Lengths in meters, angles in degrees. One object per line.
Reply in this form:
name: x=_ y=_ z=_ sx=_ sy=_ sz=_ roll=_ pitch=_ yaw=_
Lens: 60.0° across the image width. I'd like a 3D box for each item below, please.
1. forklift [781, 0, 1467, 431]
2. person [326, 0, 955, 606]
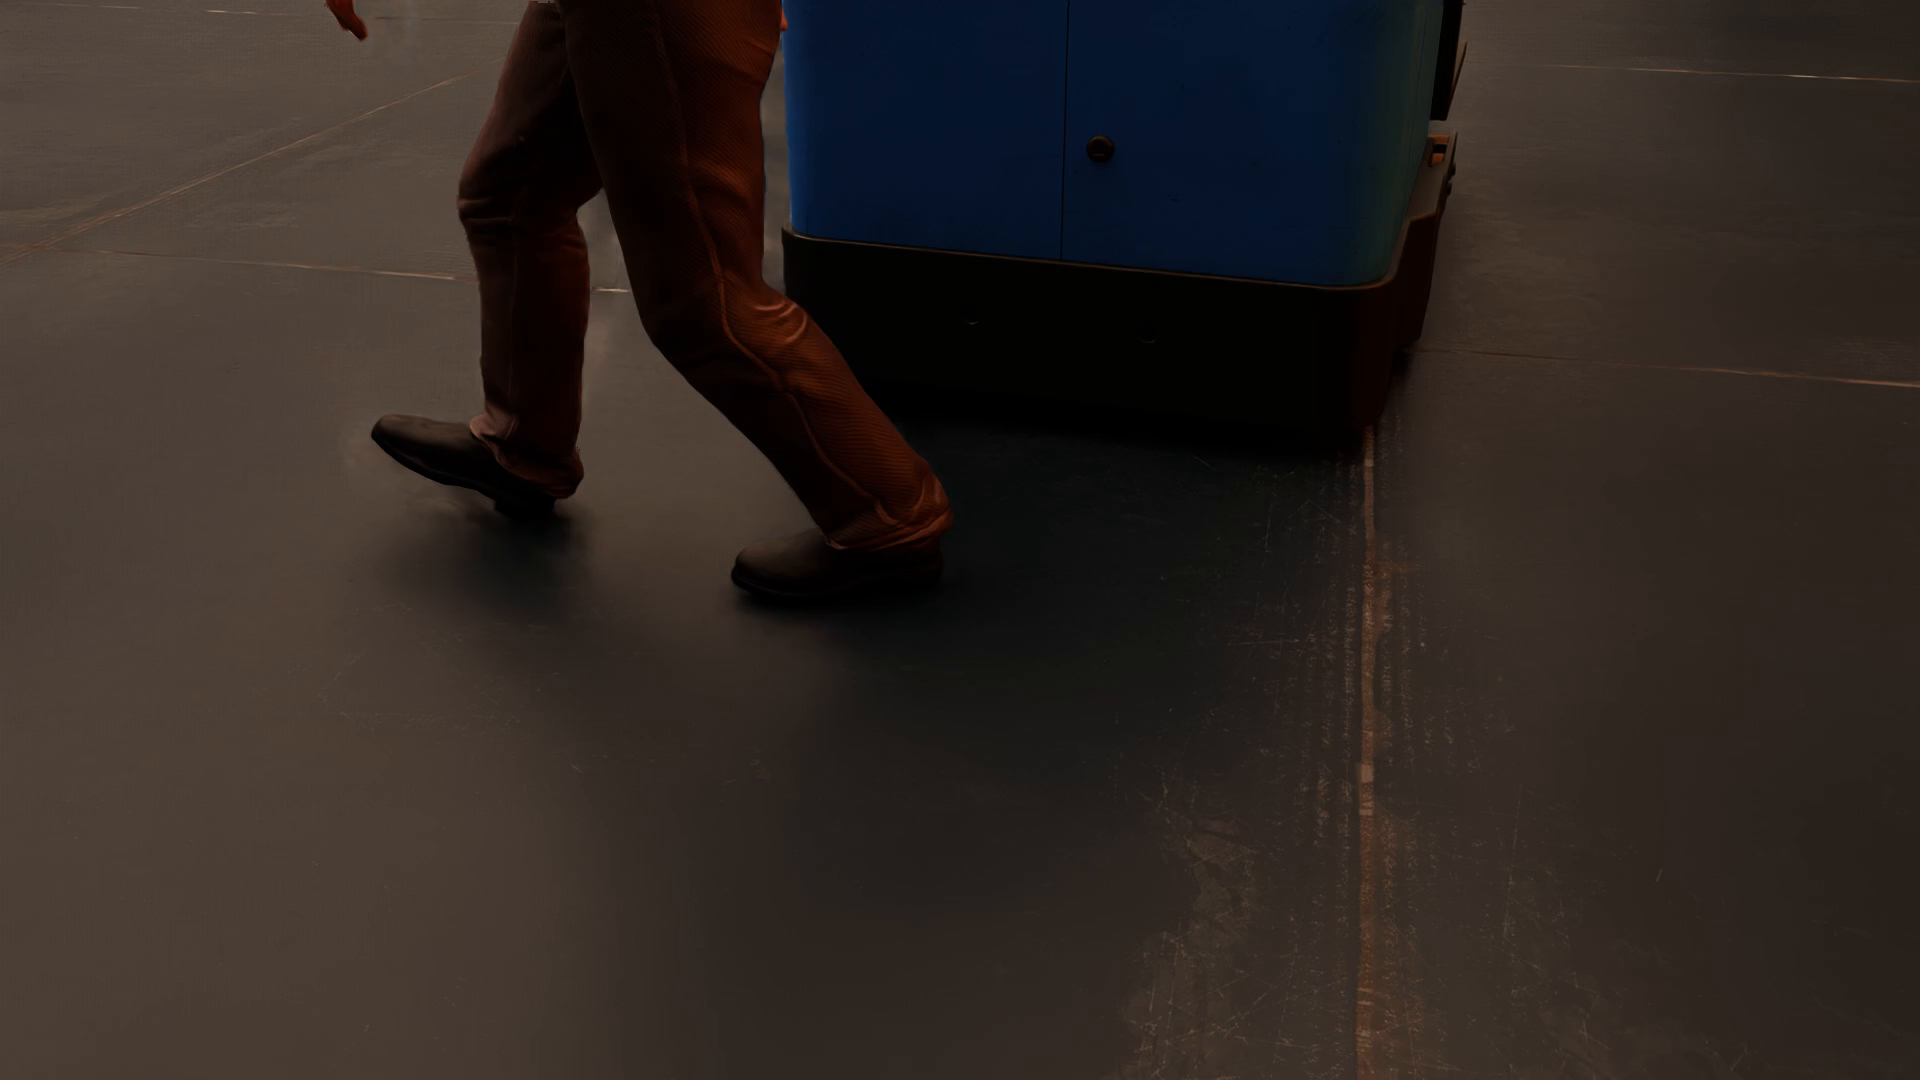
forklift: x=0.624 y=-2.129 z=3.466 sx=1.130 sy=2.935 sz=3.031 roll=8 pitch=28 yaw=16
person: x=-0.456 y=-0.734 z=2.145 sx=0.871 sy=1.668 sz=0.668 roll=-2 pitch=27 yaw=-5
